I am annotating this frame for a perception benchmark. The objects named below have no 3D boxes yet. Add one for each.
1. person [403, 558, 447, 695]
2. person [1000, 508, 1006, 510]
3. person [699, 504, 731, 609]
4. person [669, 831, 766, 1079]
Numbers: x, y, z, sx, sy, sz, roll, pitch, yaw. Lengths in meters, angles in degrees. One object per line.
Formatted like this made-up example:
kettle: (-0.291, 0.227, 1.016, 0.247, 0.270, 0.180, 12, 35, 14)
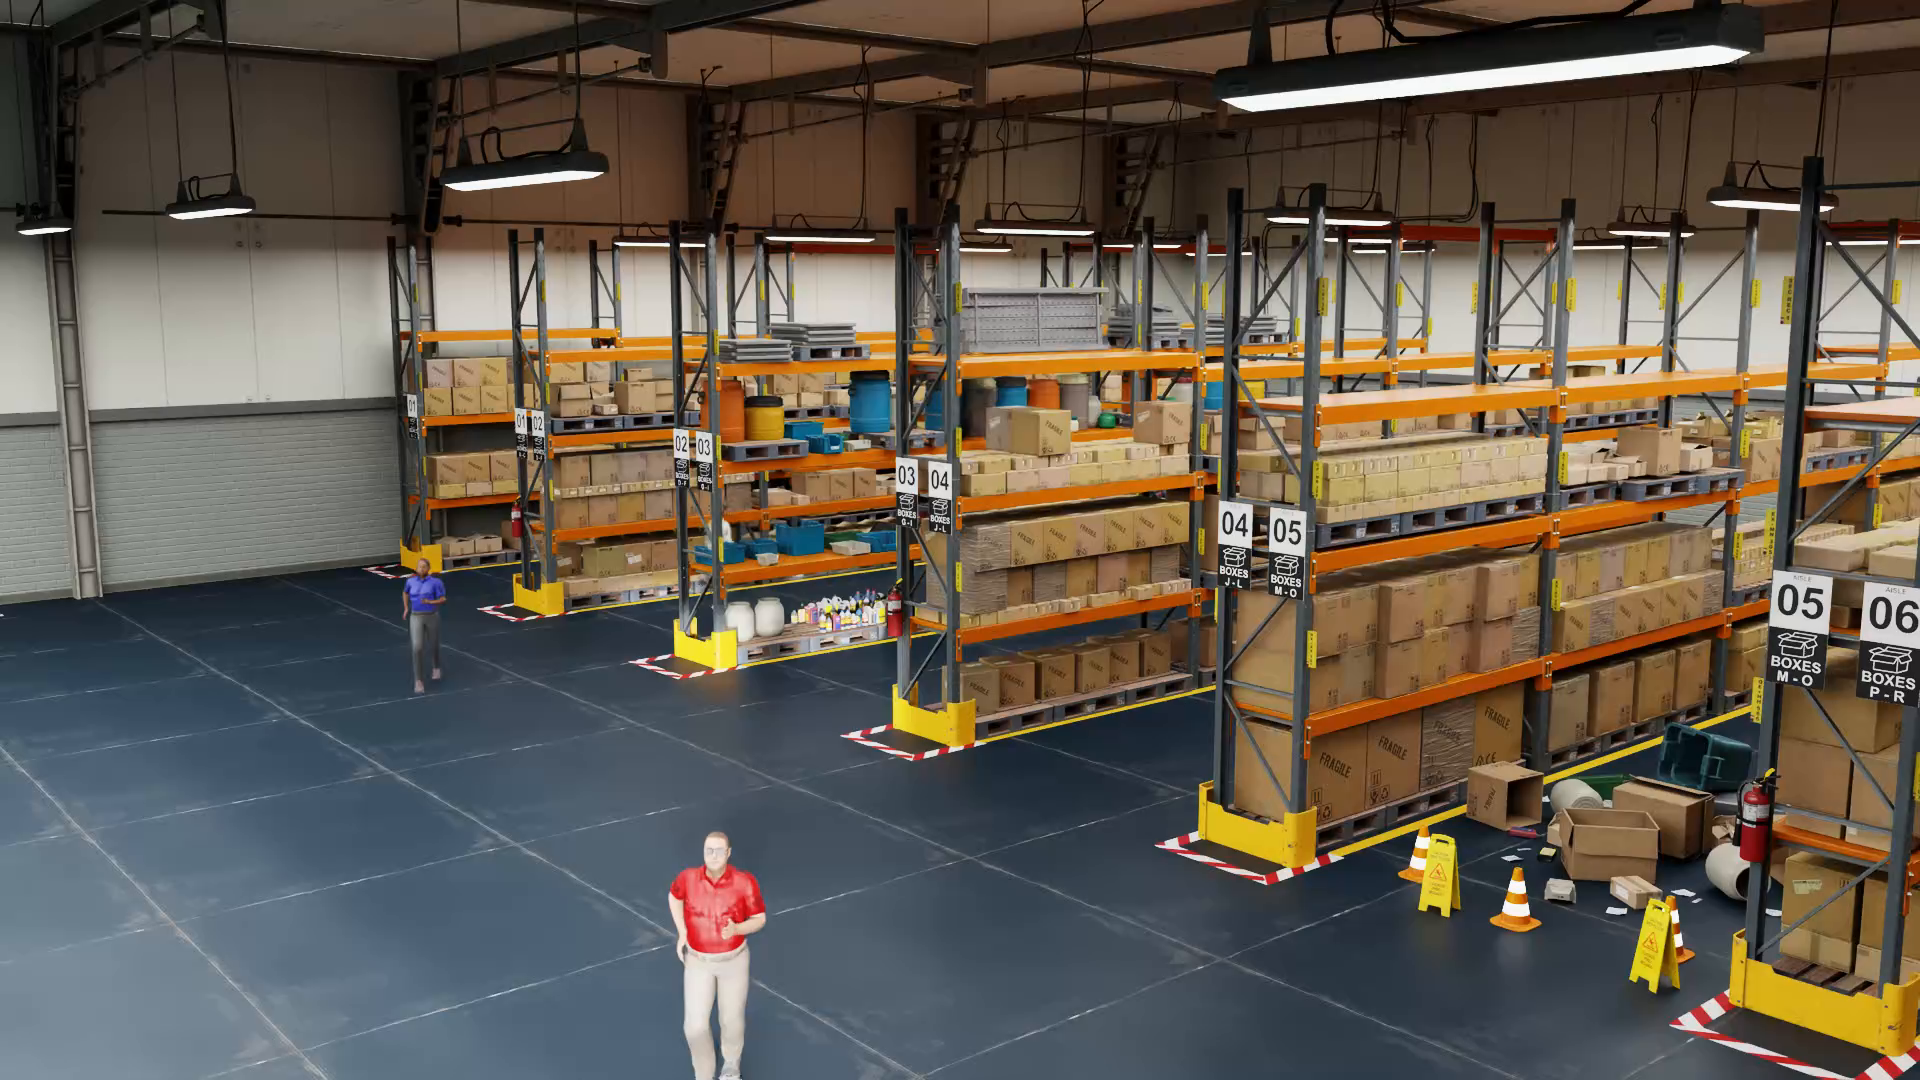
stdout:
person: (-6.877, 1.068, 21.390, 0.563, 1.675, 0.866, -2, 9, -12)
person: (0.462, -0.284, 28.597, 0.553, 1.568, 0.504, 8, 12, 43)
person: (-3.685, 0.237, 24.904, 0.612, 1.646, 0.550, 7, 11, 40)
person: (-1.542, 2.732, 10.536, 0.637, 1.788, 0.714, -1, 9, -4)
